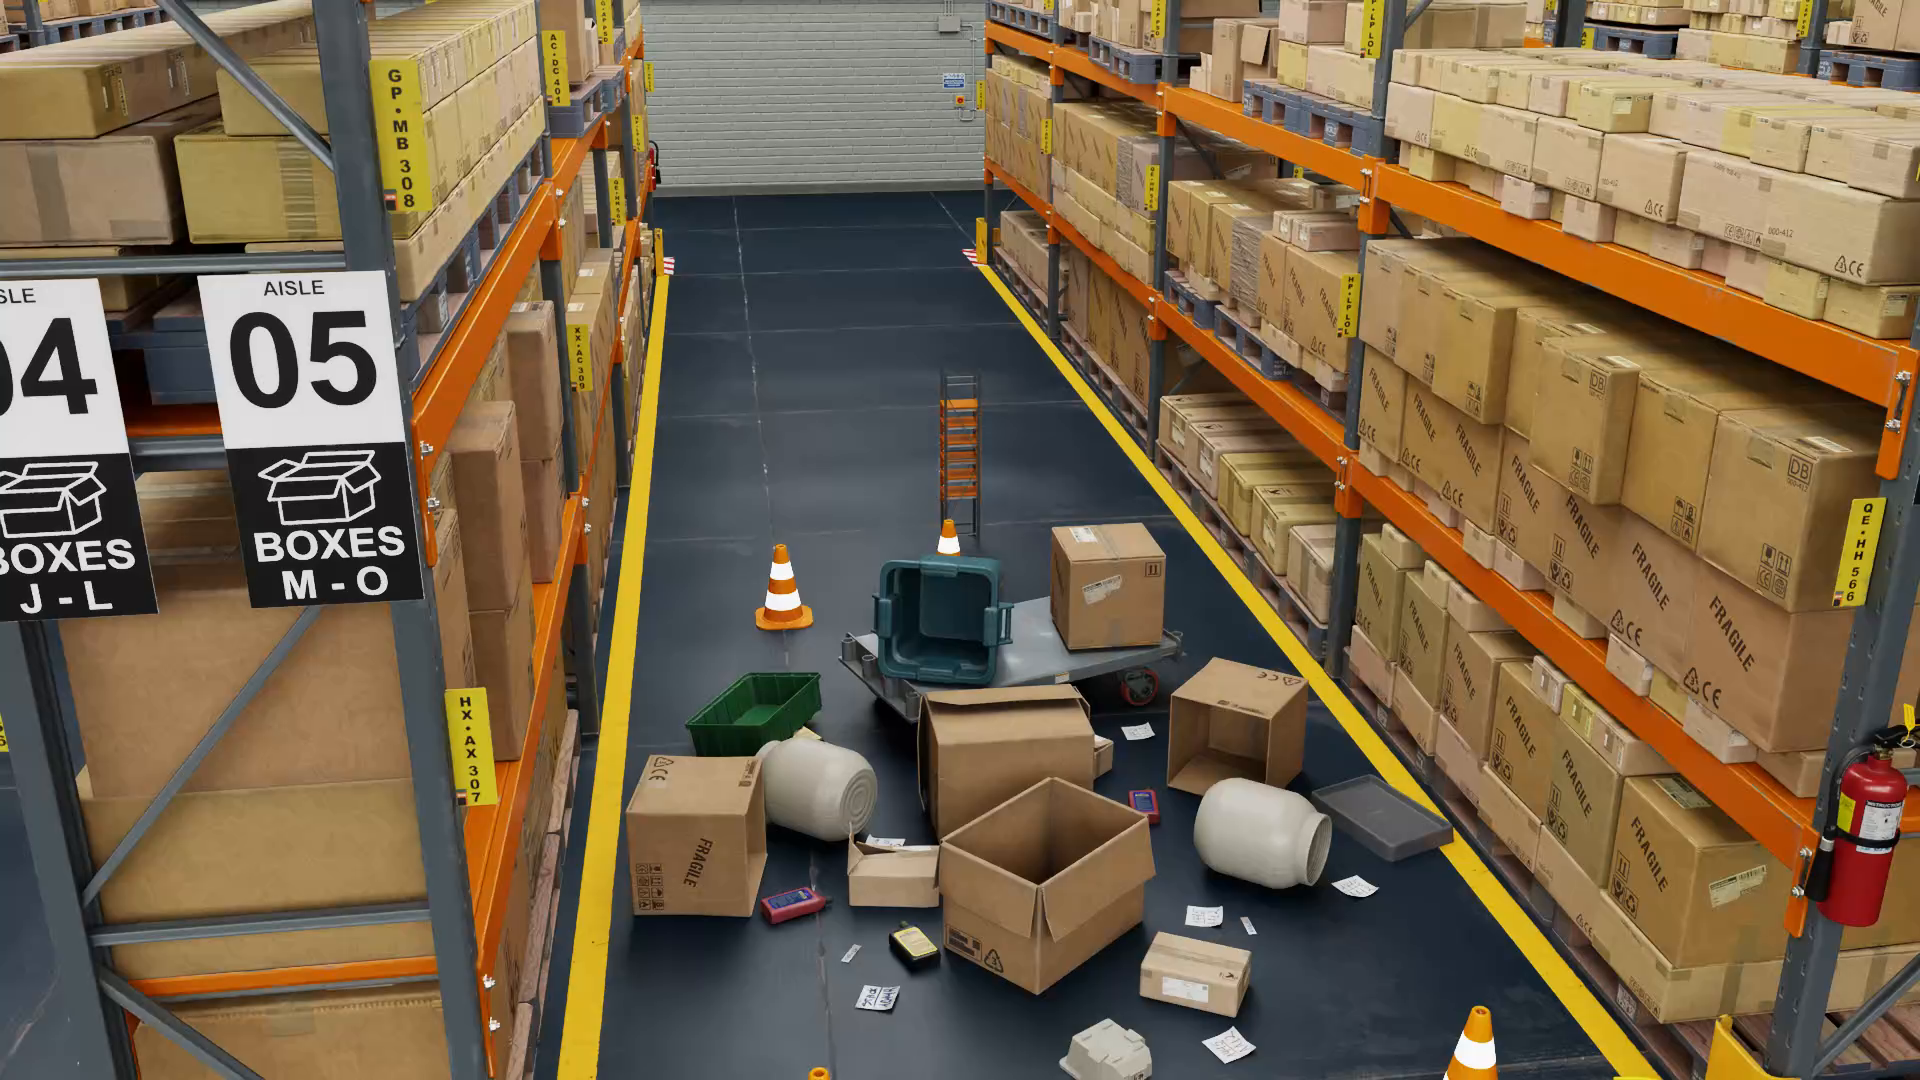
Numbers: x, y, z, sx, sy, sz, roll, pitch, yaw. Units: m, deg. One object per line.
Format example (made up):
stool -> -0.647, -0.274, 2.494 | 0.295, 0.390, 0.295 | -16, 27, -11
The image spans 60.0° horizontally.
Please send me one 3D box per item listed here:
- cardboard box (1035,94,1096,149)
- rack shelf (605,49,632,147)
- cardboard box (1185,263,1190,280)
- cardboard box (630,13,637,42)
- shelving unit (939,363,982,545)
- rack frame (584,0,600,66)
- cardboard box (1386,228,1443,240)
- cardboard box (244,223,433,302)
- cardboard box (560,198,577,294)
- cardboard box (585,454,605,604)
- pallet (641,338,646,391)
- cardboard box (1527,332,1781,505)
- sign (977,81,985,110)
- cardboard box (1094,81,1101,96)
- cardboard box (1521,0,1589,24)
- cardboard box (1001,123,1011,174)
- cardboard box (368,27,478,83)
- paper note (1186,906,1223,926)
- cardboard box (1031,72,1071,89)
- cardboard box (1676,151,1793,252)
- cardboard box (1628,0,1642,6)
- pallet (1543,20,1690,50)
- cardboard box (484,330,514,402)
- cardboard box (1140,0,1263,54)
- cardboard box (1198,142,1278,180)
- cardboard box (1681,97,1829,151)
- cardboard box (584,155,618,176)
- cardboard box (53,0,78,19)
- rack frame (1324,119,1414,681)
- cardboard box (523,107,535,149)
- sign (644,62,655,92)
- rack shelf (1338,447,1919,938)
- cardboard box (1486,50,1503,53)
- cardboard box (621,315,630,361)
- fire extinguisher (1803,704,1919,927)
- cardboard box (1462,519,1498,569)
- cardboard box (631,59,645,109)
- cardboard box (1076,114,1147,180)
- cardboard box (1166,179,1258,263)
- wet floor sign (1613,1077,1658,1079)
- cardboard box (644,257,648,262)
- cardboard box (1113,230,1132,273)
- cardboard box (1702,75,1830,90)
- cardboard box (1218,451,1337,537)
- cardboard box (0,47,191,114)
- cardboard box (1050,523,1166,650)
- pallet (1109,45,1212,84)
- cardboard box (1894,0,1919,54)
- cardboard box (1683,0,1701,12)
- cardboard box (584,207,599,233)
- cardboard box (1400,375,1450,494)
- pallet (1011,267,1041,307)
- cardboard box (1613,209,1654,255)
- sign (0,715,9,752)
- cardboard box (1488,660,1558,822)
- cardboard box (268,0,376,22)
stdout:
cardboard box -> 1.035, -4.113, 16.371 | 0.500, 0.500, 0.500 | -3, 21, -8
rack shelf -> -3.219, -3.540, 13.148 | 1.077, 0.370, 4.000 | -3, 21, -8
cardboard box -> 1.823, -1.921, 11.832 | 0.380, 0.149, 0.250 | -4, 21, -11
cardboard box -> -3.450, -5.027, 16.316 | 0.500, 0.250, 0.500 | -2, 21, -5
shelving unit -> 0.002, -0.557, 10.993 | 0.258, 1.200, 0.189 | -3, 21, -8
rack frame -> -2.931, -4.590, 10.643 | 1.000, 3.000, 0.127 | -3, 21, -8
cardboard box -> 2.615, -1.584, 10.002 | 0.500, 0.500, 0.500 | -3, 21, -8
cardboard box -> -1.510, -0.675, 4.066 | 0.380, 0.149, 0.250 | -3, 21, -7
cardboard box -> -2.726, -1.786, 10.139 | 0.700, 0.500, 0.500 | -3, 21, -9
cardboard box -> -2.668, -0.082, 9.763 | 1.050, 0.750, 0.750 | -3, 21, -8
pallet -> -3.394, -1.588, 15.167 | 1.003, 0.211, 1.213 | -3, 21, -8
cardboard box -> 2.575, -0.461, 6.167 | 0.700, 0.500, 0.500 | -3, 21, -8
sign -> 0.250, -5.250, 19.636 | 0.100, 0.325, 0.005 | -3, 21, -8
cardboard box -> 1.535, -4.478, 16.420 | 0.380, 0.149, 0.250 | -3, 21, -7
cardboard box -> 5.970, -5.329, 16.700 | 0.500, 0.250, 0.500 | -3, 21, -8
cardboard box -> 0.741, -4.349, 18.431 | 0.500, 0.500, 0.500 | -3, 21, -8
cardboard box -> -1.693, -1.486, 5.096 | 0.380, 0.149, 0.250 | -3, 21, -8
paper note -> 1.026, 1.574, 6.975 | 0.148, 0.019, 0.142 | 4, 21, 11
cardboard box -> 0.934, -4.714, 17.050 | 0.380, 0.149, 0.250 | -3, 21, -8
cardboard box -> 2.708, -1.107, 5.395 | 0.500, 0.250, 0.500 | -3, 21, -8
cardboard box -> 6.150, -4.803, 14.691 | 0.380, 0.149, 0.250 | -3, 21, -7
pallet -> 6.312, -4.788, 15.731 | 1.213, 0.211, 1.003 | -3, 21, -8
cardboard box -> -2.199, -0.462, 6.410 | 0.875, 0.550, 0.550 | -3, 21, -8
cardboard box -> 1.749, -3.837, 12.168 | 0.797, 0.503, 0.637 | -4, 21, -11
cardboard box -> 2.124, -2.762, 12.753 | 0.500, 0.500, 0.500 | -4, 21, -10
cardboard box -> 2.697, -1.411, 5.640 | 0.380, 0.149, 0.250 | -3, 21, -8
cardboard box -> -3.217, -3.300, 14.672 | 0.380, 0.149, 0.250 | -4, 21, -9
cardboard box -> -8.676, -5.099, 15.408 | 0.700, 0.500, 0.500 | -2, 21, -5
rack frame -> 2.529, -0.679, 8.747 | 1.000, 3.000, 0.127 | -3, 21, -8
cardboard box -> -1.910, -1.639, 6.645 | 0.380, 0.149, 0.250 | -3, 21, -7
sign -> -3.532, -5.261, 18.907 | 0.100, 0.325, 0.005 | -3, 21, -8
rack shelf -> 2.818, 0.351, 7.019 | 1.077, 0.370, 4.000 | -3, 21, -8
cardboard box -> 2.842, -2.433, 8.771 | 0.500, 0.250, 0.500 | -3, 21, -9
cardboard box -> -2.864, -1.583, 13.067 | 0.500, 0.250, 0.500 | -3, 21, -8
fire extinguisher -> 2.666, 0.805, 4.884 | 0.296, 0.674, 0.183 | -3, 21, -8
cardboard box -> 2.432, 0.007, 7.268 | 0.380, 0.149, 0.250 | -3, 21, -7
cardboard box -> -3.772, -5.058, 18.474 | 0.500, 0.500, 0.500 | -3, 21, -9
cardboard box -> 1.326, -3.449, 14.591 | 0.500, 0.500, 0.500 | -3, 21, -9
cardboard box -> 1.789, -2.279, 11.863 | 0.500, 0.500, 0.500 | -4, 21, -9
wet floor sign -> 2.075, 1.929, 5.130 | 0.267, 0.644, 0.232 | 4, 21, 11
cardboard box -> -3.543, -2.933, 17.831 | 0.380, 0.149, 0.250 | -2, 21, -5
cardboard box -> 1.534, -2.332, 13.386 | 0.500, 0.250, 0.500 | -3, 21, -7
cardboard box -> 3.109, -1.709, 6.438 | 0.380, 0.149, 0.250 | -3, 21, -7
cardboard box -> 2.242, -0.316, 10.929 | 0.950, 0.372, 0.625 | -2, 21, -6
cardboard box -> -2.234, -1.189, 4.301 | 0.380, 0.149, 0.250 | -3, 21, -7
cardboard box -> 0.772, 0.237, 8.784 | 0.500, 0.500, 0.500 | -3, 21, -8
pallet -> 1.807, -3.601, 12.553 | 1.213, 0.211, 1.003 | -2, 21, -5
cardboard box -> 6.899, -3.578, 11.337 | 0.700, 0.500, 0.500 | -3, 21, -9
cardboard box -> 6.335, -4.530, 13.990 | 0.380, 0.149, 0.250 | -3, 21, -8
cardboard box -> -2.807, -2.308, 12.018 | 0.380, 0.149, 0.250 | -3, 21, -8
cardboard box -> 2.412, -0.526, 7.770 | 0.500, 0.500, 0.500 | -3, 21, -8
pallet -> 1.165, -2.833, 18.500 | 1.003, 0.211, 1.213 | -3, 21, -8
cardboard box -> 2.621, -1.136, 6.042 | 0.380, 0.149, 0.250 | -3, 21, -9
sign -> -2.317, 0.360, 3.972 | 0.100, 0.325, 0.005 | -3, 21, -8
cardboard box -> 2.588, 0.826, 6.975 | 0.500, 0.500, 0.500 | -3, 21, -9
cardboard box -> -2.638, -2.156, 6.890 | 0.380, 0.149, 0.250 | -3, 21, -7
